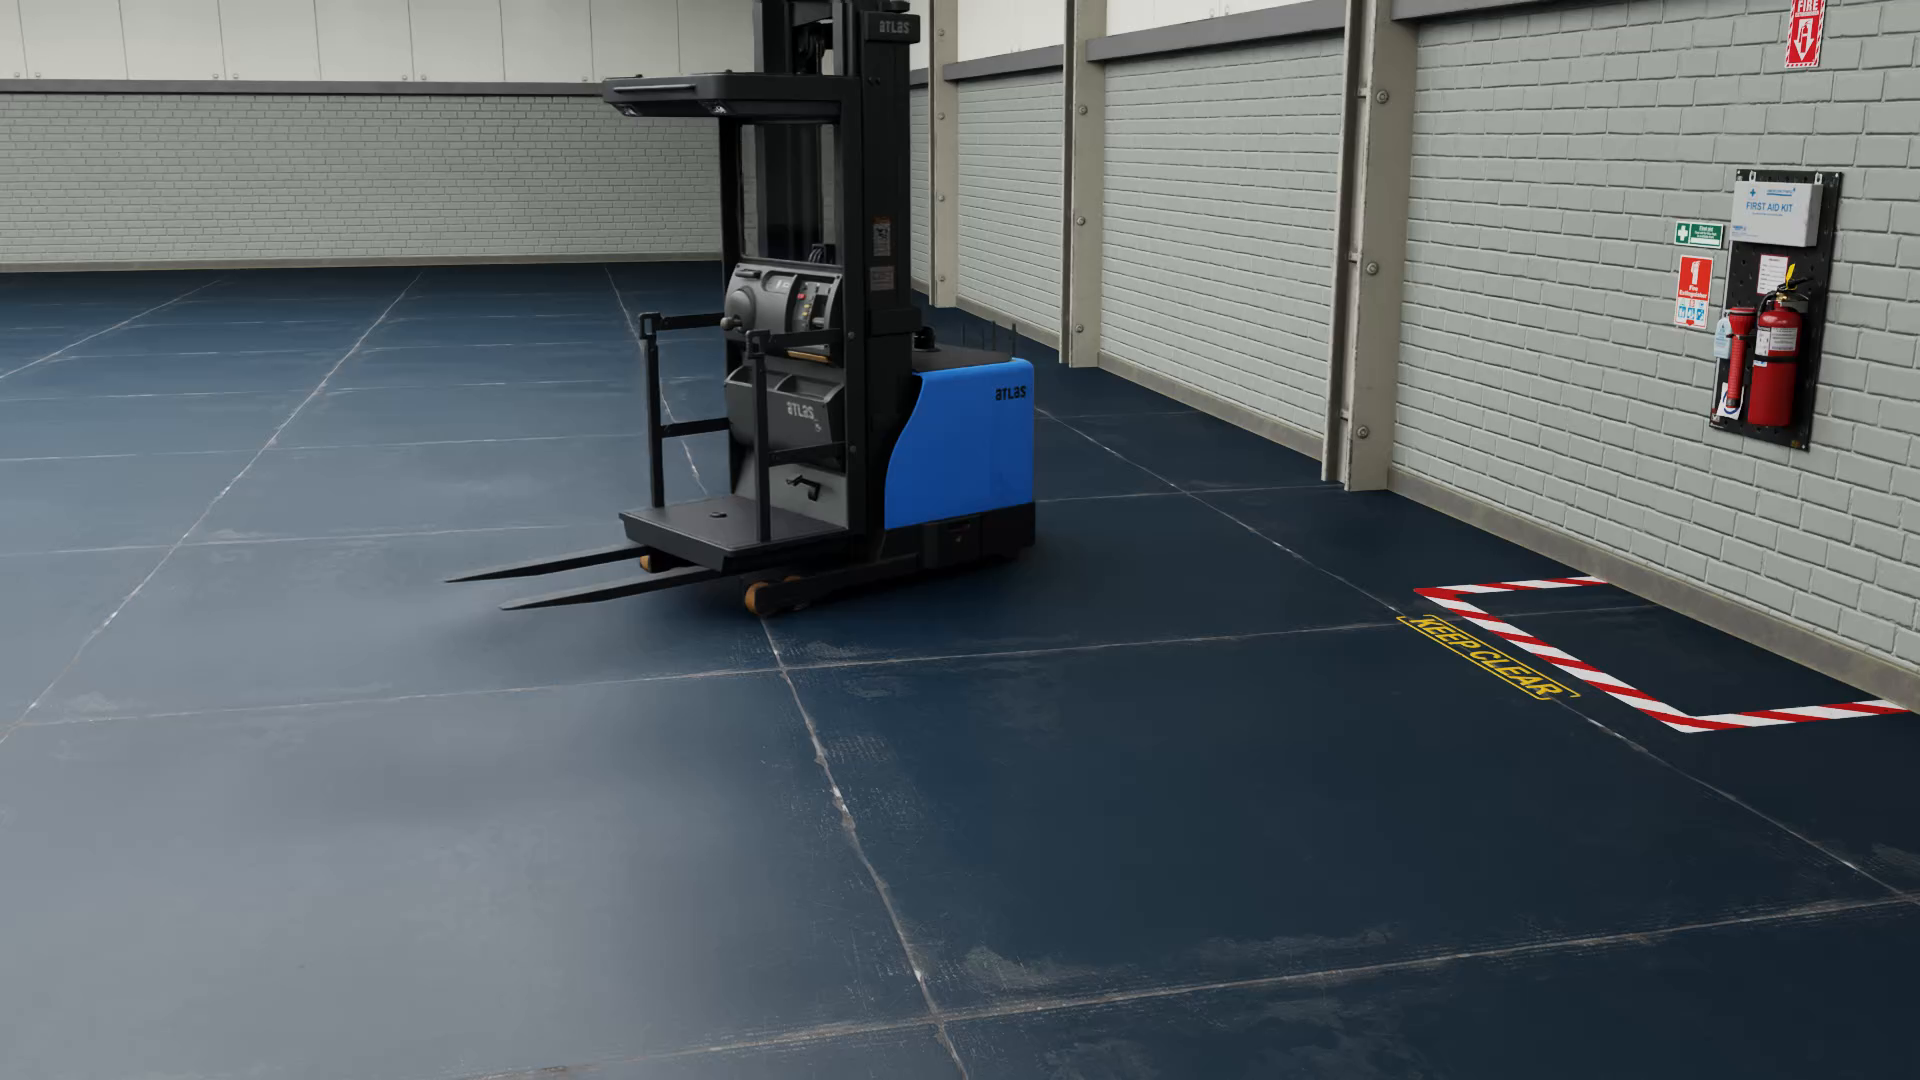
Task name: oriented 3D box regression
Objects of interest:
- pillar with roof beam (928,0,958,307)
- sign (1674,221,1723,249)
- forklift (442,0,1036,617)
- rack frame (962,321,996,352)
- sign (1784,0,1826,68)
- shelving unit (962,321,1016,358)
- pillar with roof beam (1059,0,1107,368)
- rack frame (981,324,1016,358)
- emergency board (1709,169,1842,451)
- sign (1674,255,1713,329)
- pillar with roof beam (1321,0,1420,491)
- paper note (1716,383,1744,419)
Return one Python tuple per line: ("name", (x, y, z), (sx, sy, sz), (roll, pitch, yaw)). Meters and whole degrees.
("pillar with roof beam", (-4.400, -7.269, 20.217), (9.100, 9.000, 0.400), (-3, 14, -13))
("sign", (3.431, -1.421, 7.729), (0.001, 0.109, 0.331), (-3, 14, -13))
("forklift", (-1.045, -1.197, 8.153), (3.031, 2.935, 1.130), (-11, 18, -39))
("rack frame", (0.105, -0.650, 9.556), (0.240, 1.200, 0.006), (-10, 17, -36))
("sign", (3.564, -2.148, 7.012), (0.001, 0.298, 0.199), (-3, 14, -13))
("shelving unit", (0.160, -0.633, 9.485), (0.258, 1.200, 0.189), (-10, 17, -36))
("pillar with roof beam", (-2.991, -5.884, 14.552), (9.100, 9.000, 0.400), (-3, 14, -13))
("rack frame", (0.215, -0.616, 9.414), (0.240, 1.200, 0.006), (-10, 17, -36))
("emergency board", (3.469, -1.014, 7.257), (0.194, 1.169, 0.643), (-3, 14, -13))
("sign", (3.439, -1.165, 7.799), (0.001, 0.329, 0.234), (-3, 14, -13))
("pillar with roof beam", (-1.582, -4.500, 8.886), (9.100, 9.000, 0.400), (-3, 14, -13))
("paper note", (3.494, -0.631, 7.545), (0.016, 0.148, 0.142), (-3, 14, -13))
